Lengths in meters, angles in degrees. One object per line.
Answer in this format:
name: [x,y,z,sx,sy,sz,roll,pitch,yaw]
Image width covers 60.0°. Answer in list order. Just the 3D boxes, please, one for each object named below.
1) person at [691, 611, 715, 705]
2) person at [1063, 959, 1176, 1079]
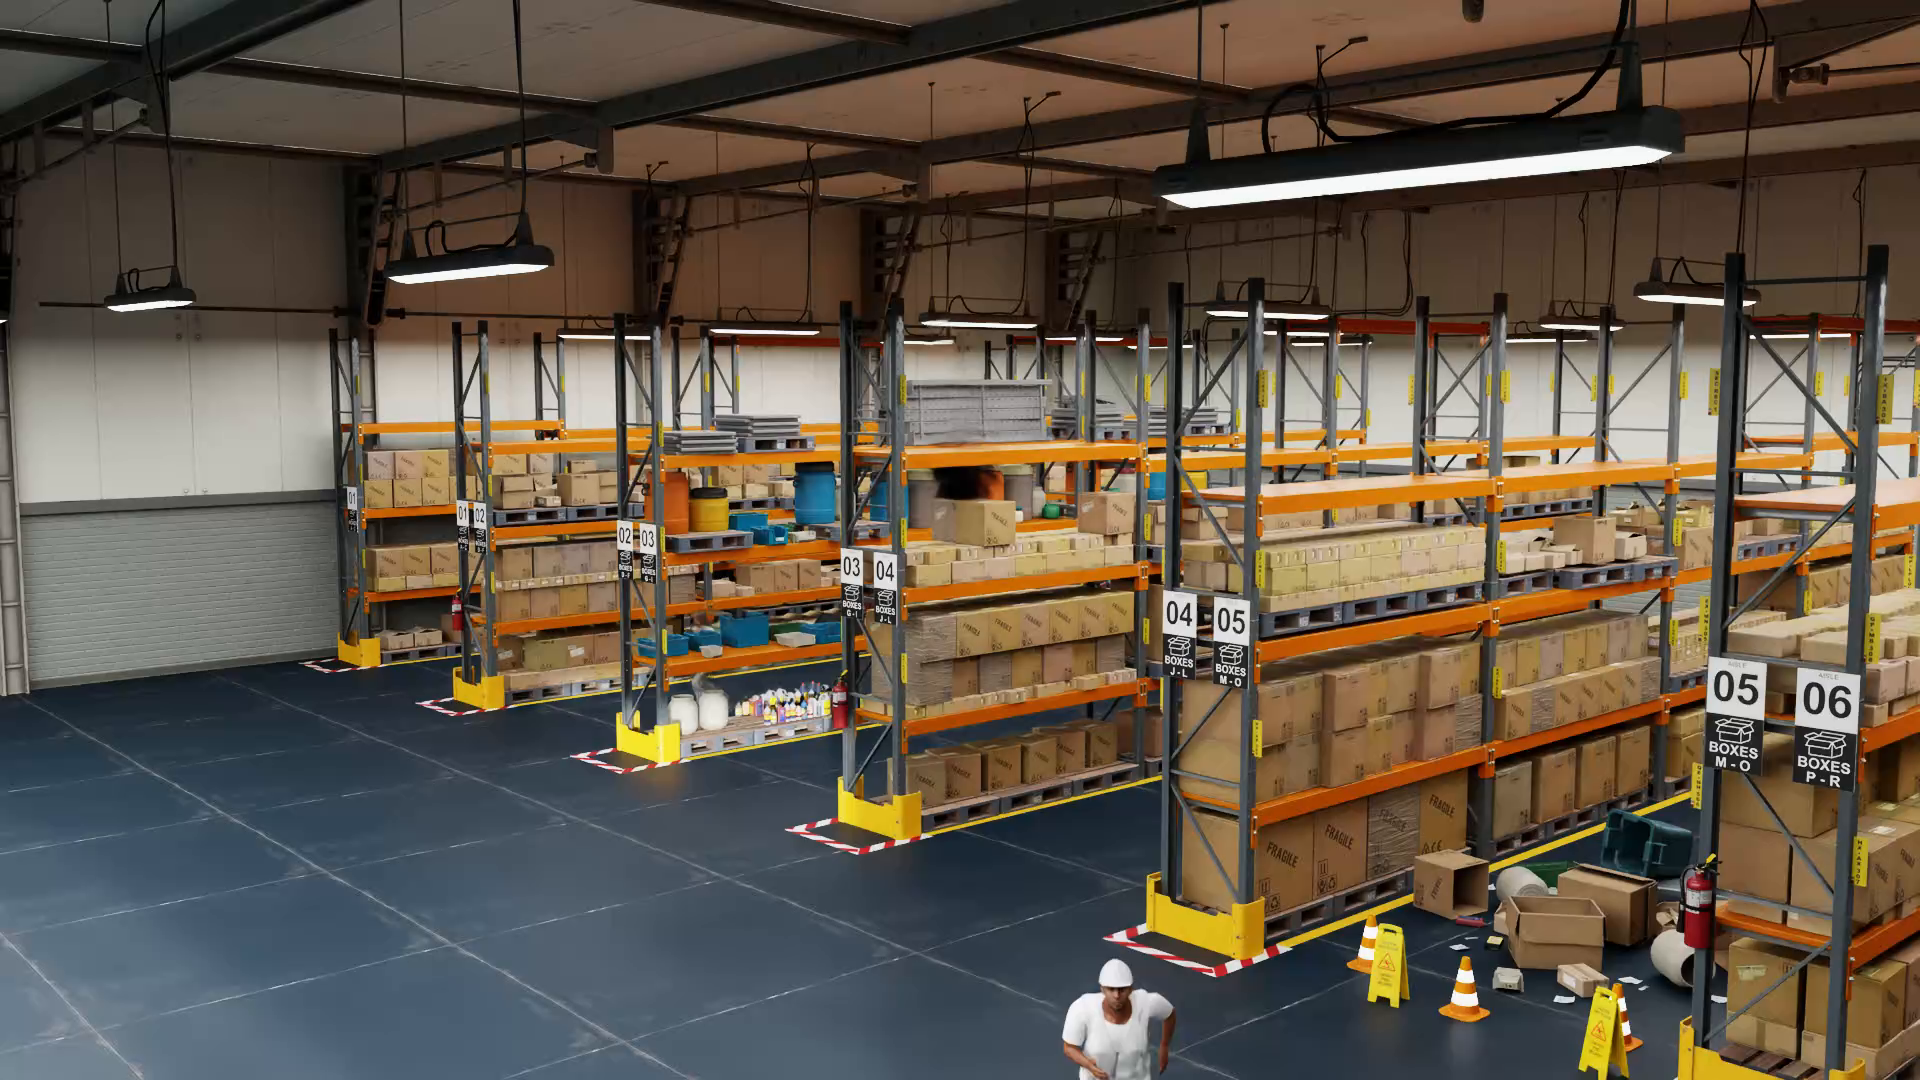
person: [-3.890,1.890,25.098,0.732,1.656,0.539,-5,7,-41]
person: [0.961,3.337,10.071,0.678,1.694,0.687,1,6,7]
